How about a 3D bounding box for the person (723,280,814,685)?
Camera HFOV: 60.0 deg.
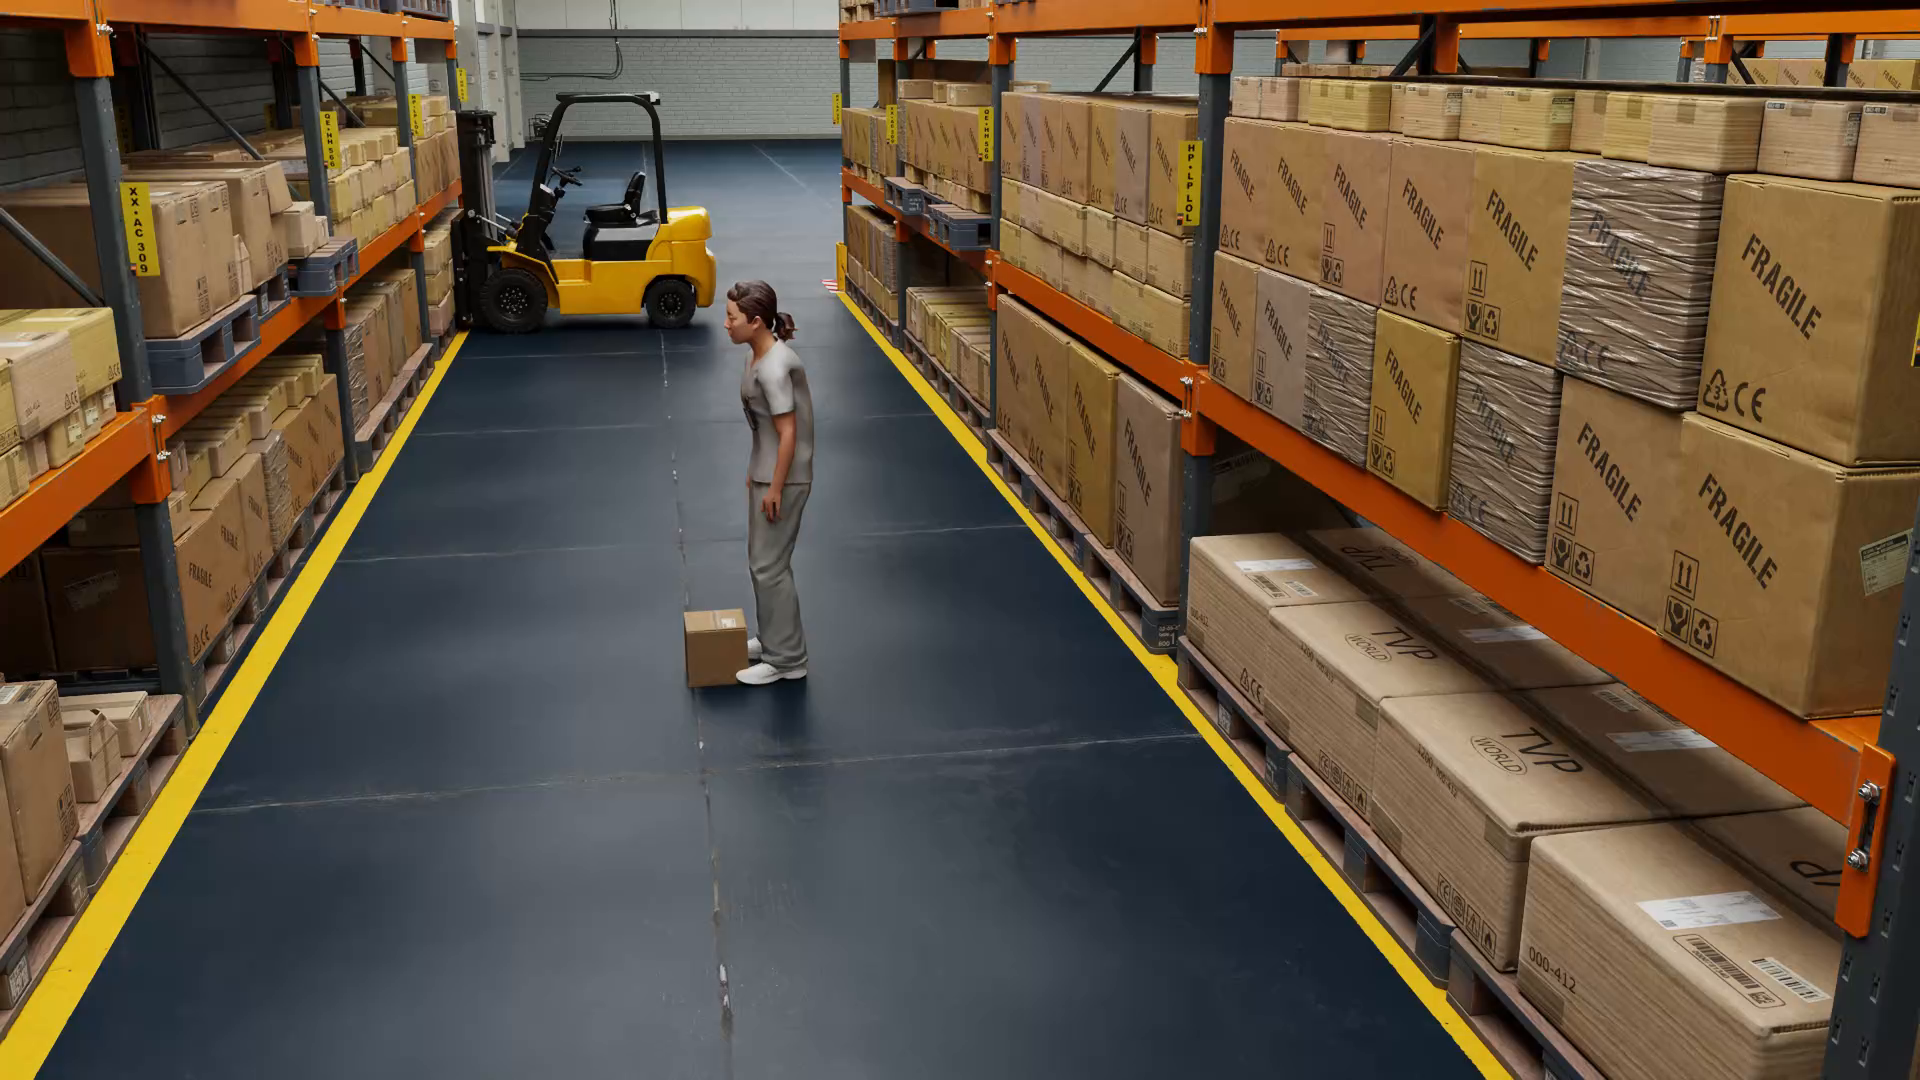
[{"bbox_3d":[-0.789,-0.242,6.862,0.367,1.671,0.514,-4,17,-14],"label":"person"}]
